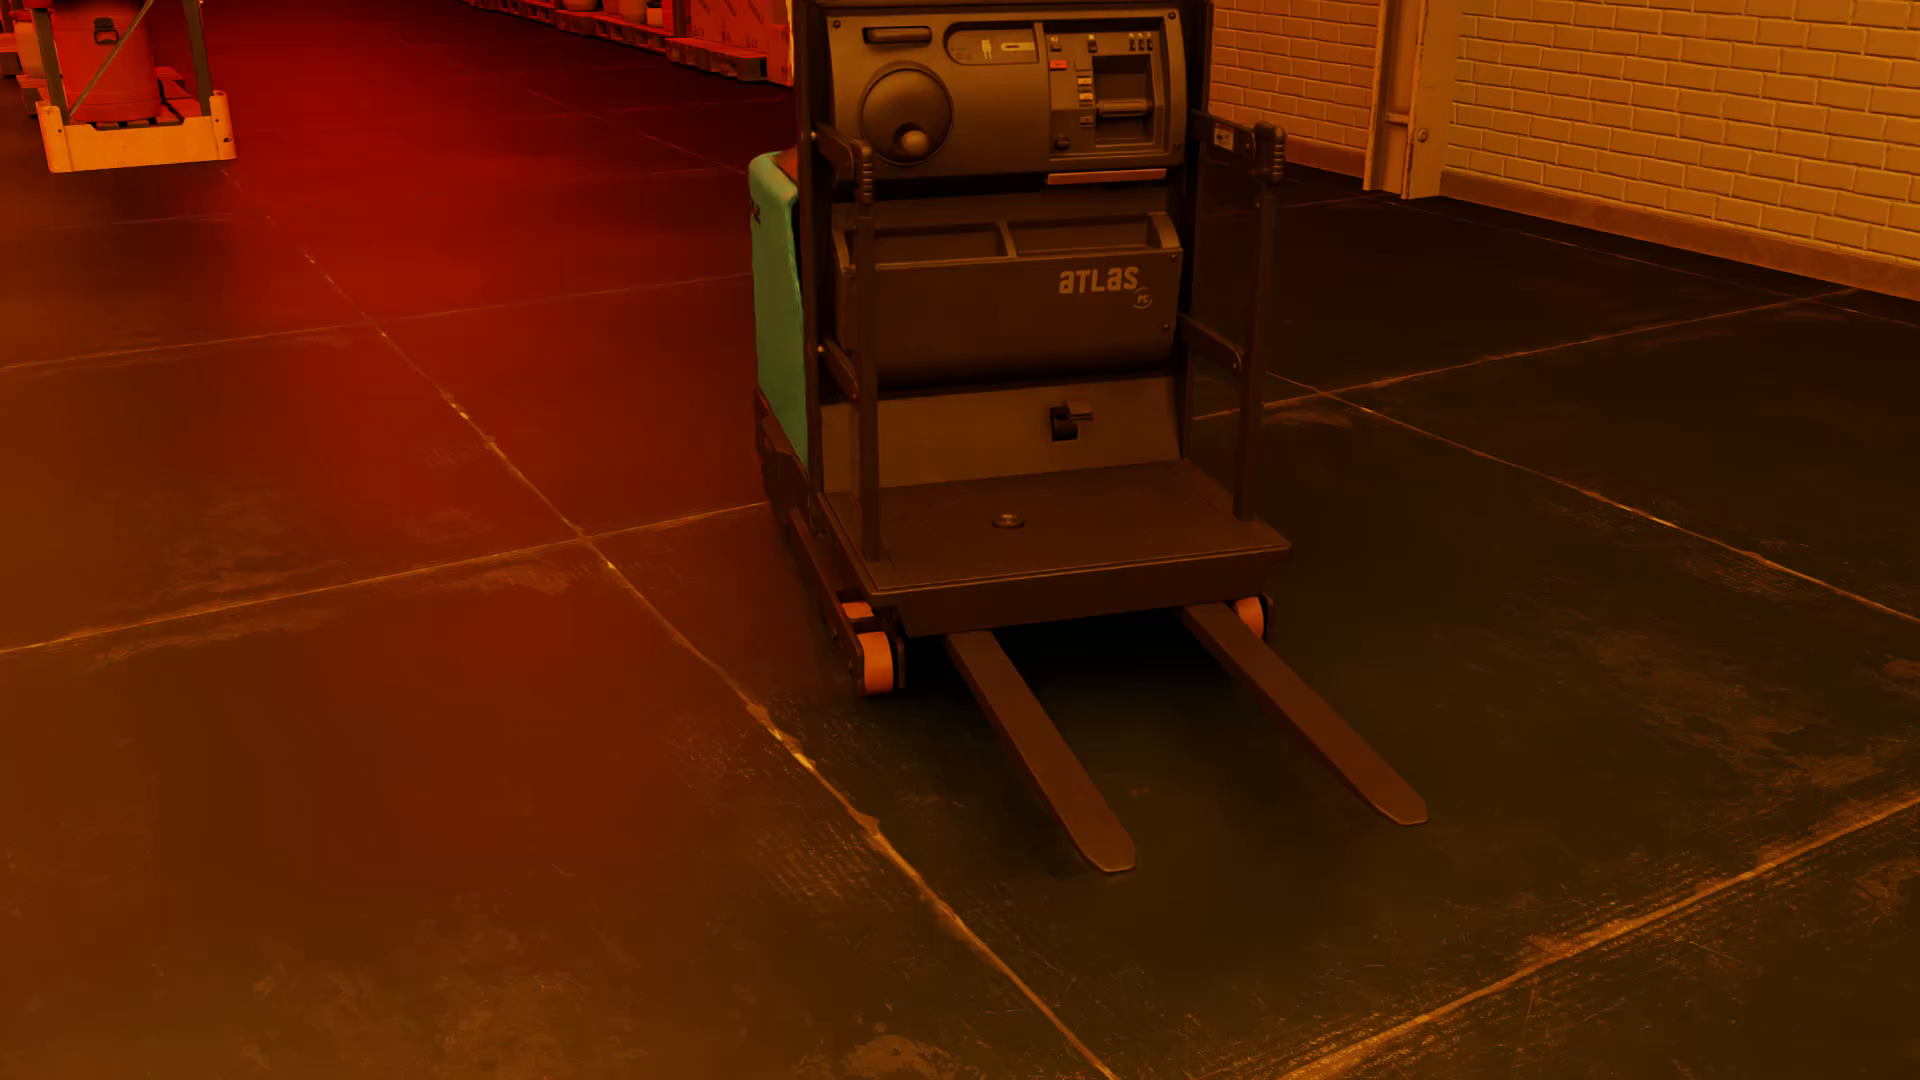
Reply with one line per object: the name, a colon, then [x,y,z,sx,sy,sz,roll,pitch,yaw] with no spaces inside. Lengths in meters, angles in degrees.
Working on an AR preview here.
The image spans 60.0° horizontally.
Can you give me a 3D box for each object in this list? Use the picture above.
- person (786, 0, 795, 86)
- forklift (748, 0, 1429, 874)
person: [-0.421,-1.747,7.032,0.583,1.776,0.695,-5,23,-11]
forklift: [0.187,-1.126,4.018,1.130,2.935,3.031,-6,23,-14]
